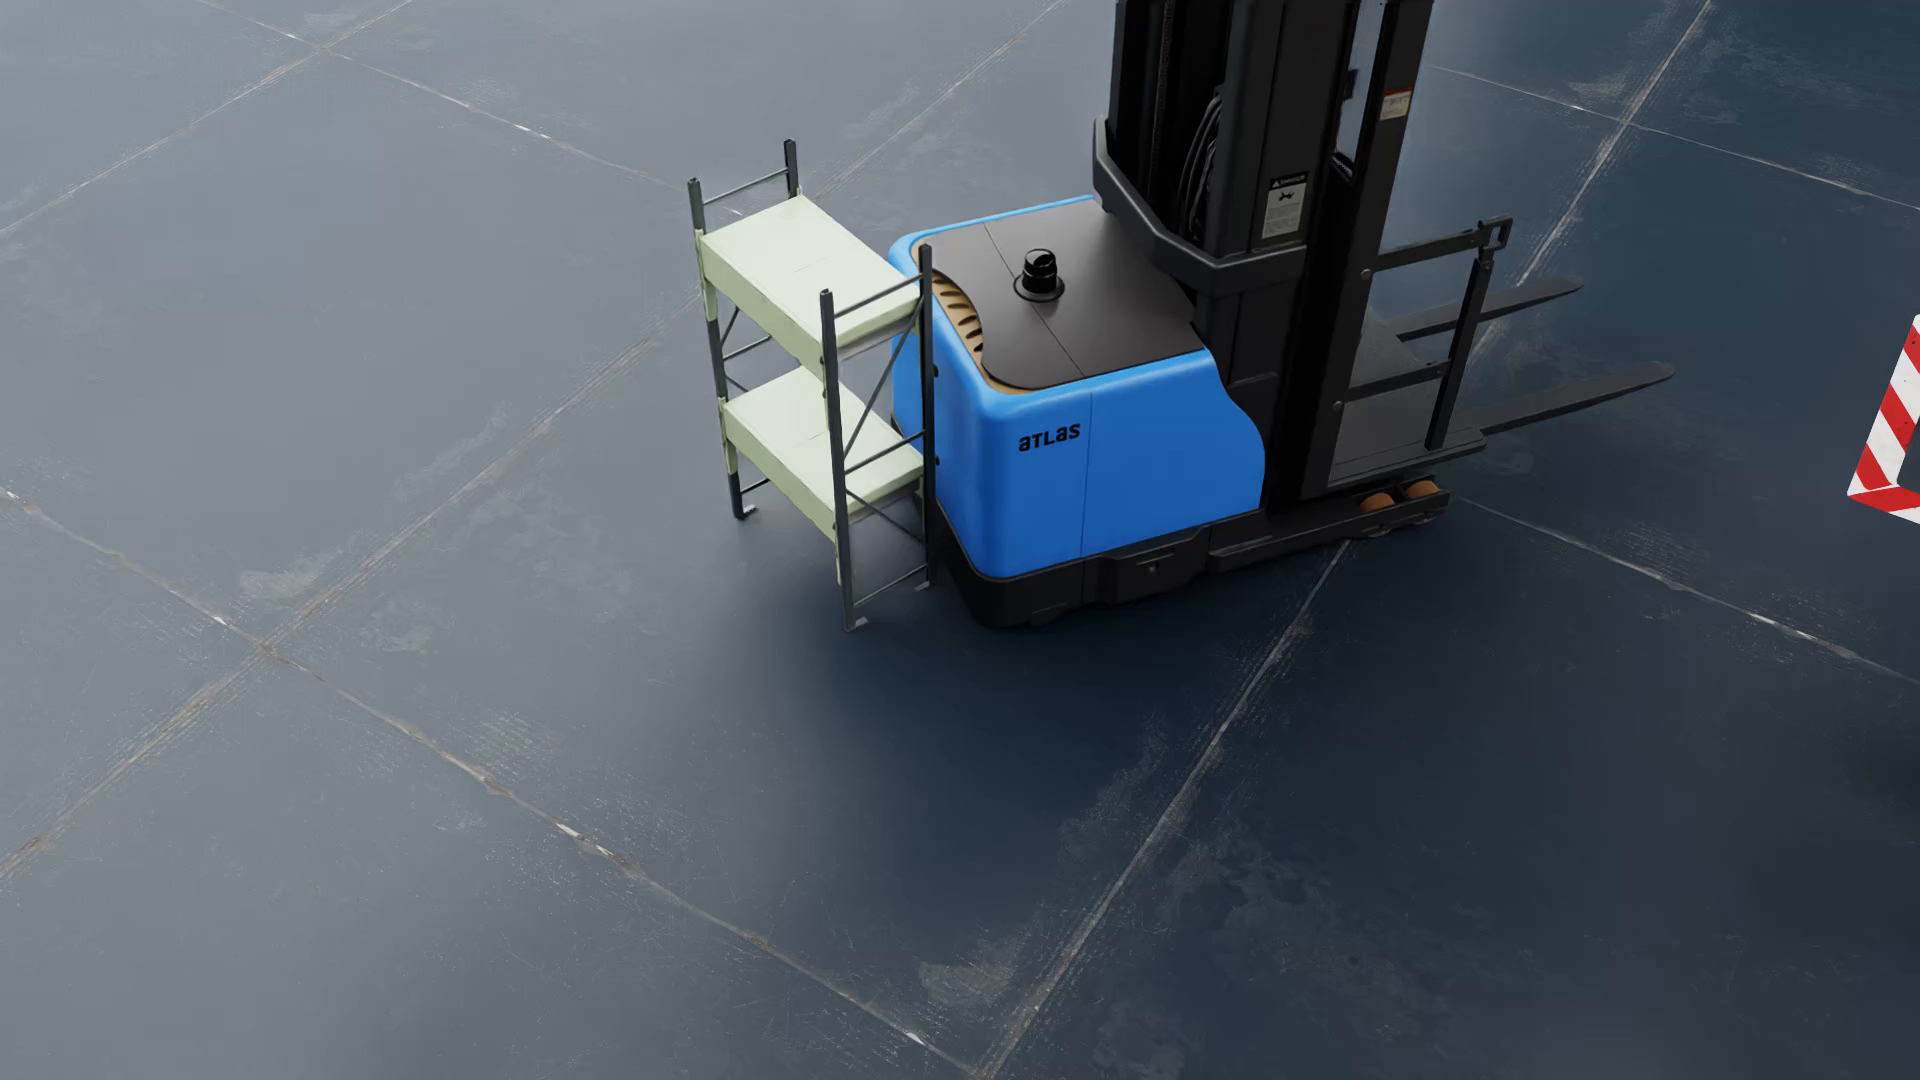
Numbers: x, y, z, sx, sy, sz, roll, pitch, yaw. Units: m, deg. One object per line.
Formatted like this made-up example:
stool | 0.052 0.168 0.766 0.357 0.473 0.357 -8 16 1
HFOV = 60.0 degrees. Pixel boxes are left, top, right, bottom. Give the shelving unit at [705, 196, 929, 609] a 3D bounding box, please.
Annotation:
shelving unit | -0.472 -0.489 5.679 0.431 1.308 0.731 -29 53 -25

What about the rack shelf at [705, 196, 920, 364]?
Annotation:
rack shelf | -0.475 -0.832 5.332 0.368 0.124 0.686 -29 53 -25

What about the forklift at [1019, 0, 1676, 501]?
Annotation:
forklift | 1.309 -1.372 5.539 3.031 2.935 1.121 -15 48 -14

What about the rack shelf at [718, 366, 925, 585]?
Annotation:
rack shelf | -0.475 -0.265 5.916 0.431 0.370 0.720 -29 53 -25

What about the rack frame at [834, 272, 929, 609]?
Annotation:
rack frame | -0.250 -0.285 5.481 0.380 1.308 0.010 -29 53 -25

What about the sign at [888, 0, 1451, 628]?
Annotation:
sign | 0.766 -1.192 5.437 2.025 2.768 2.177 25 51 22
